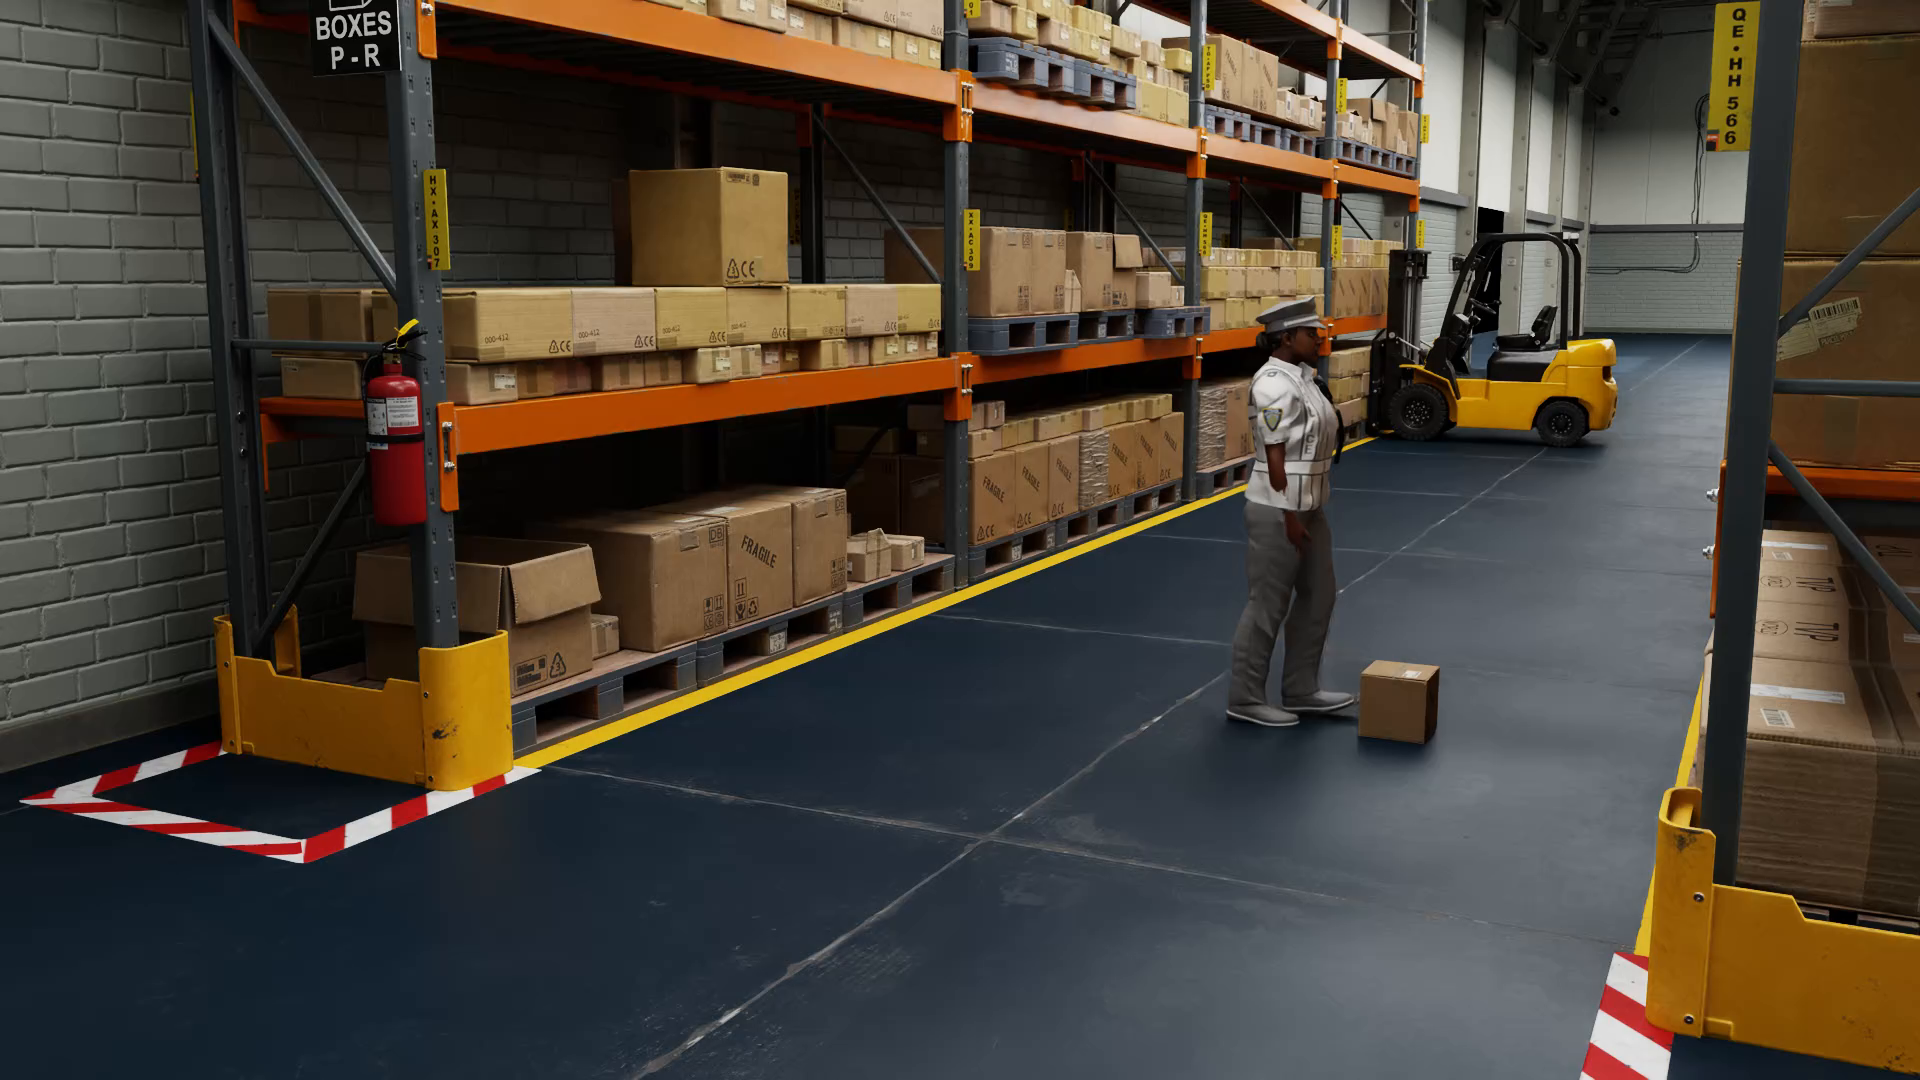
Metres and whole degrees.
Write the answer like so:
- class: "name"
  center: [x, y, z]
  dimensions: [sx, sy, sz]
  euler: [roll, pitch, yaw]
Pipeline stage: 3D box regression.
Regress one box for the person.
- class: "person"
  center: [1.320, -0.104, 6.516]
  dimensions: [0.454, 1.672, 0.439]
  euler: [5, 10, 28]
